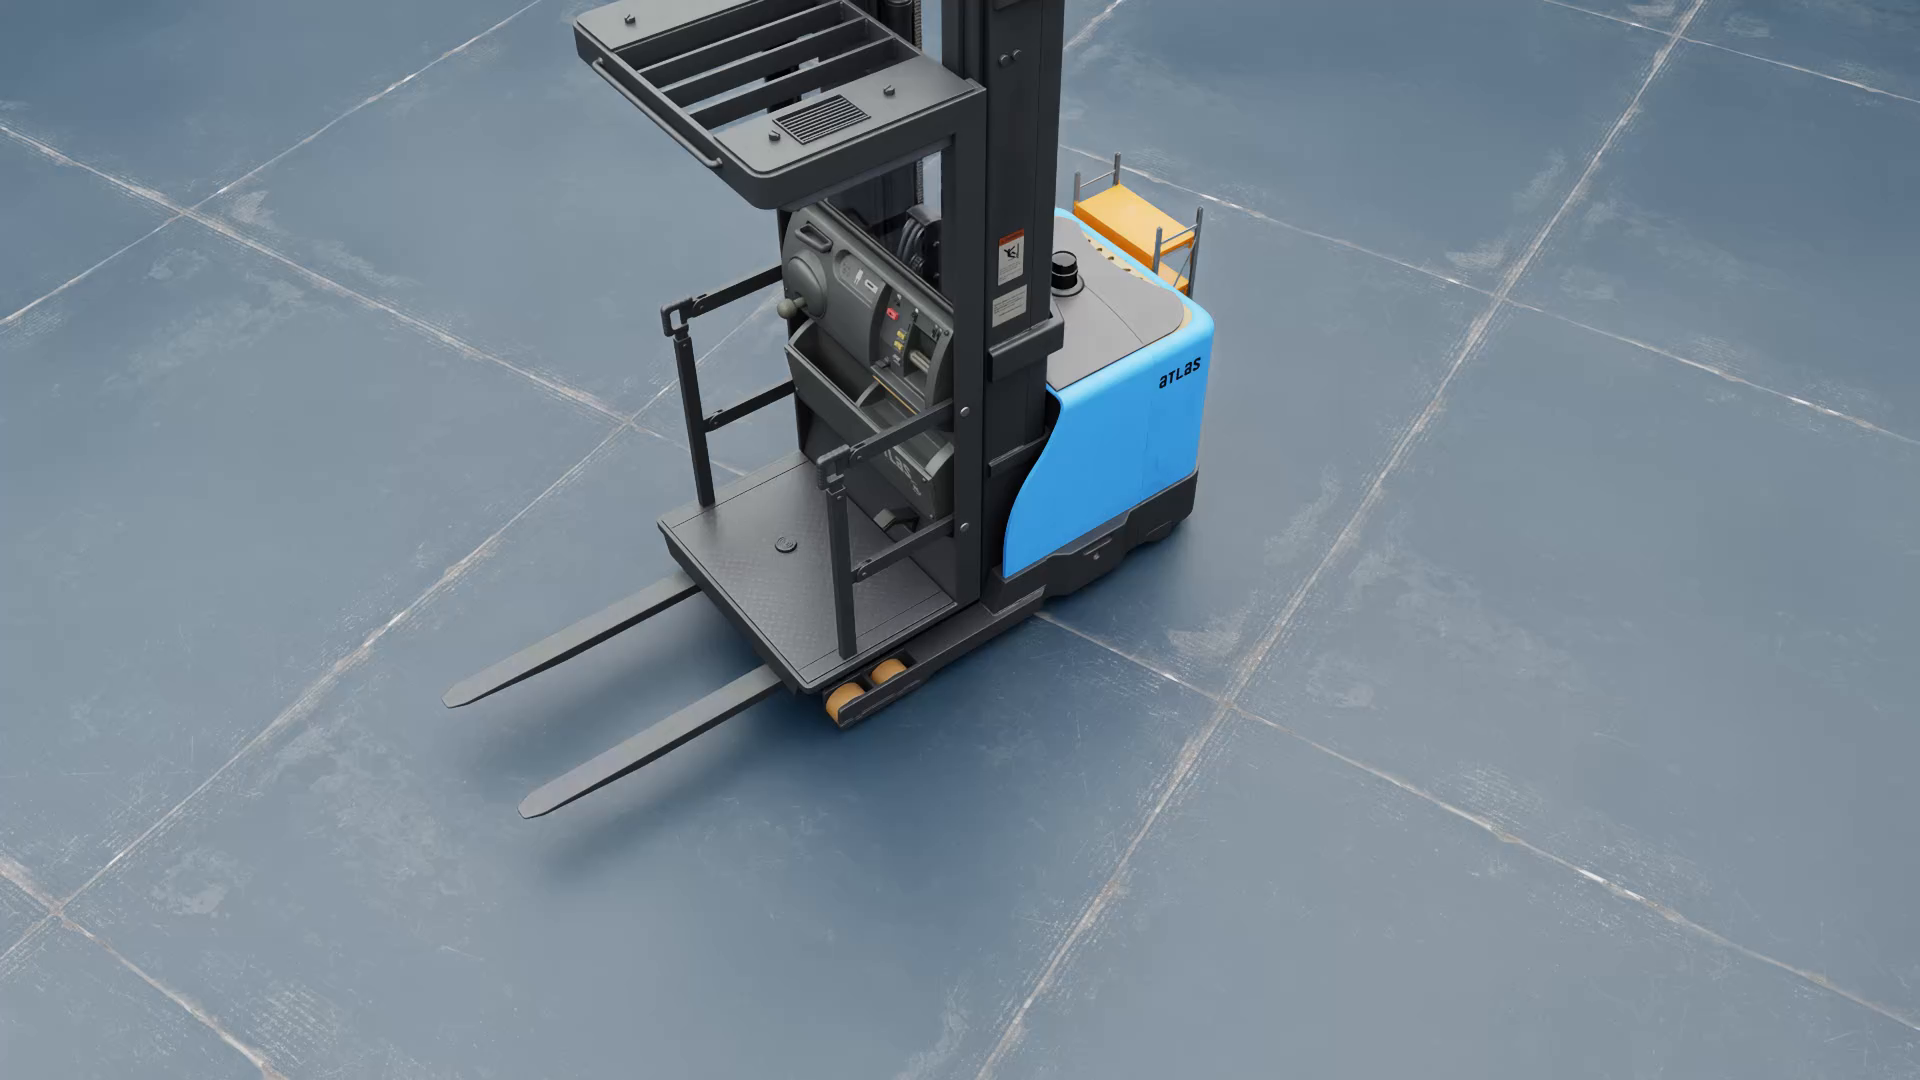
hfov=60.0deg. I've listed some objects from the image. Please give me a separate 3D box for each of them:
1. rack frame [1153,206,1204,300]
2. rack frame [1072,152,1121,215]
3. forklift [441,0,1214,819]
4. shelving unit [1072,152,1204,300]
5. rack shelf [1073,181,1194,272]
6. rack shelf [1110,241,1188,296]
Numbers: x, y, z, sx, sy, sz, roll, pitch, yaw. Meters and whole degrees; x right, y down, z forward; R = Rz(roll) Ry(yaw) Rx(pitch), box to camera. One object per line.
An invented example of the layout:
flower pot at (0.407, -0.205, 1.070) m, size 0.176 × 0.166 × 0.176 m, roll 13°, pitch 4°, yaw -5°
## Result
rack frame at (0.866, -0.849, 6.960) m, size 0.240 × 1.200 × 0.015 m, roll -29°, pitch 53°, yaw -25°
rack frame at (0.565, -1.125, 7.228) m, size 0.240 × 1.200 × 0.015 m, roll -29°, pitch 53°, yaw -25°
forklift at (-0.497, -0.752, 5.658) m, size 3.031 × 2.935 × 1.130 m, roll -29°, pitch 52°, yaw -25°
shelving unit at (0.715, -0.987, 7.094) m, size 0.258 × 1.200 × 0.503 m, roll -29°, pitch 53°, yaw -25°
rack shelf at (0.715, -1.261, 6.813) m, size 0.258 × 0.148 × 0.480 m, roll -29°, pitch 53°, yaw -25°
rack shelf at (0.715, -1.096, 6.982) m, size 0.258 × 0.148 × 0.480 m, roll -29°, pitch 53°, yaw -25°
